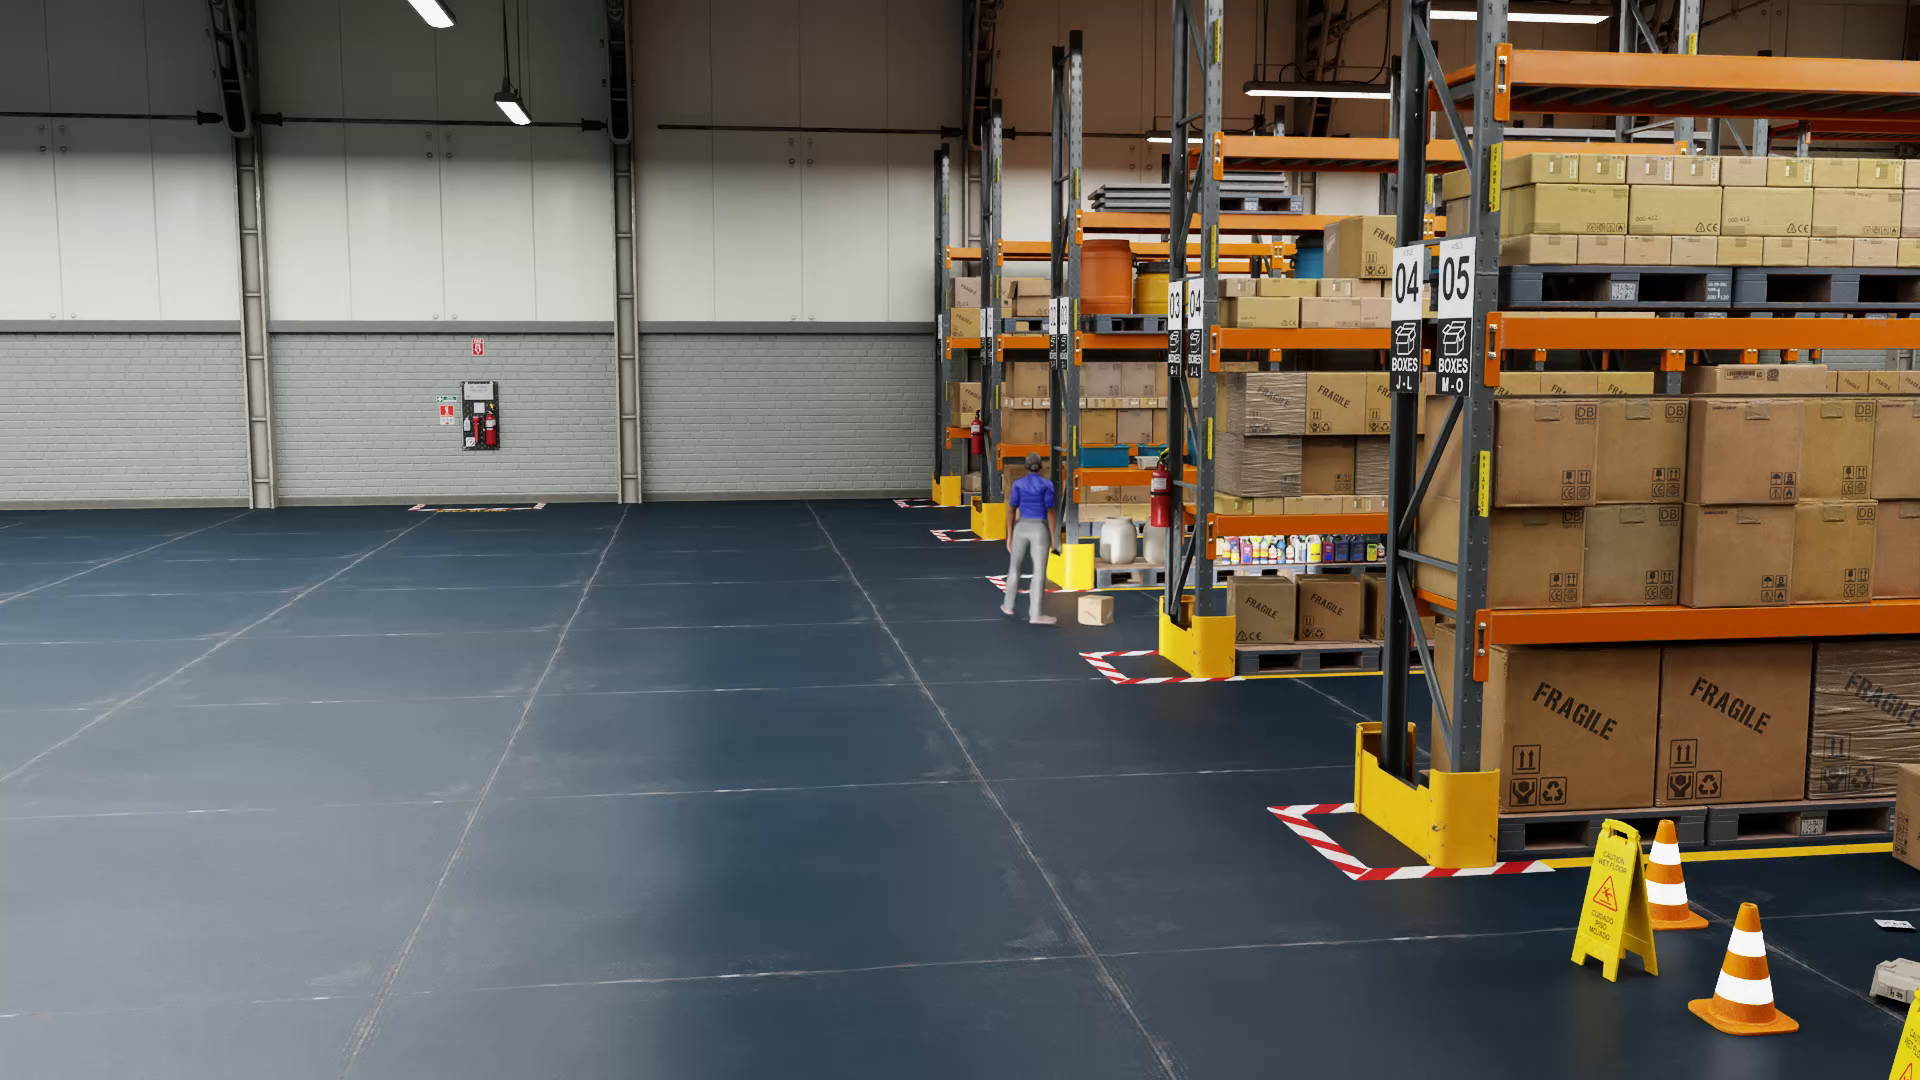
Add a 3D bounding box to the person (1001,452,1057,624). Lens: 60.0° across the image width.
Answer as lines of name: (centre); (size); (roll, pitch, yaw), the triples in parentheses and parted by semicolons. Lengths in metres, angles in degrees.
person: (0.653, -0.033, 16.113); (0.671, 1.620, 0.738); (2, 7, 16)
